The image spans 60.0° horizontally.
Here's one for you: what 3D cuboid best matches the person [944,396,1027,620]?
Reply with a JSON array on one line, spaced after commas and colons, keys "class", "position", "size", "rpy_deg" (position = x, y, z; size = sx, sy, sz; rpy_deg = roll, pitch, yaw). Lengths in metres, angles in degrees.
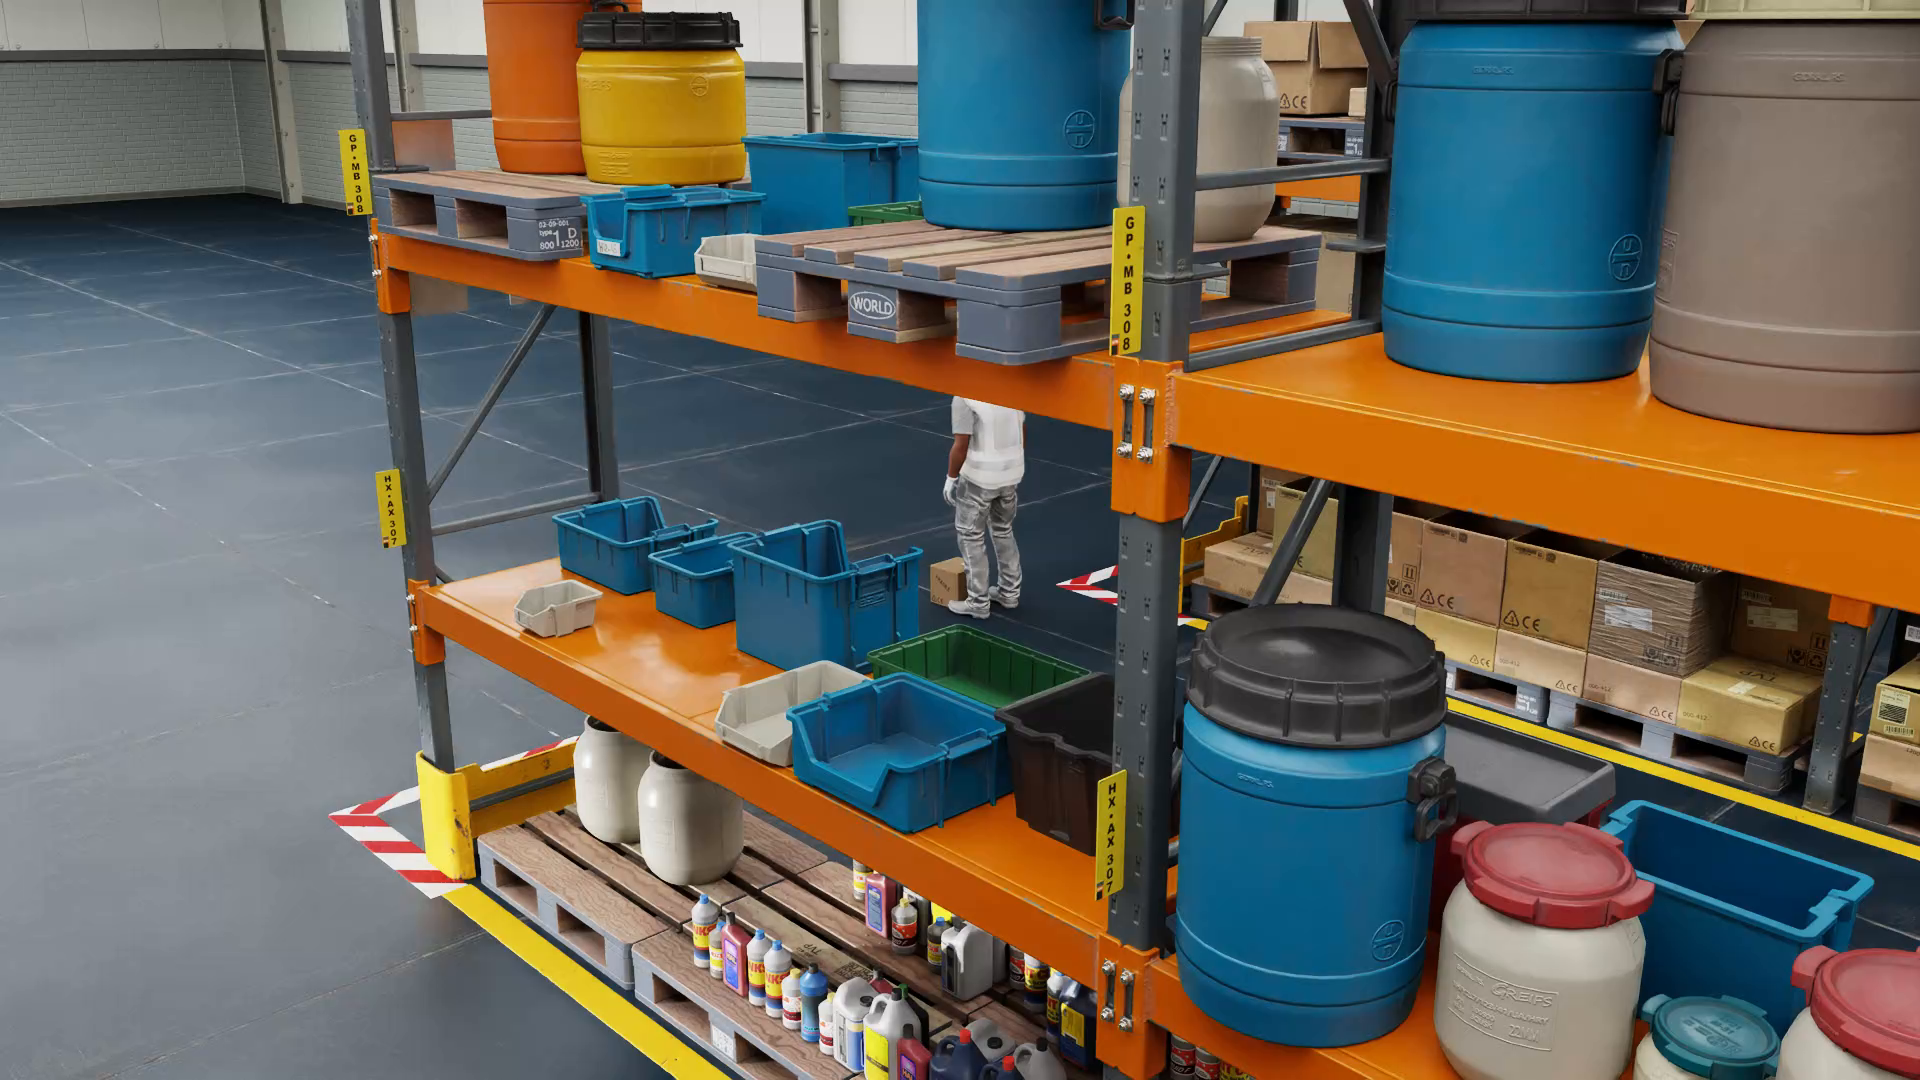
[{"class": "person", "position": [0.158, -0.402, 10.329], "size": [0.619, 1.774, 0.446], "rpy_deg": [-15, 23, -41]}]
